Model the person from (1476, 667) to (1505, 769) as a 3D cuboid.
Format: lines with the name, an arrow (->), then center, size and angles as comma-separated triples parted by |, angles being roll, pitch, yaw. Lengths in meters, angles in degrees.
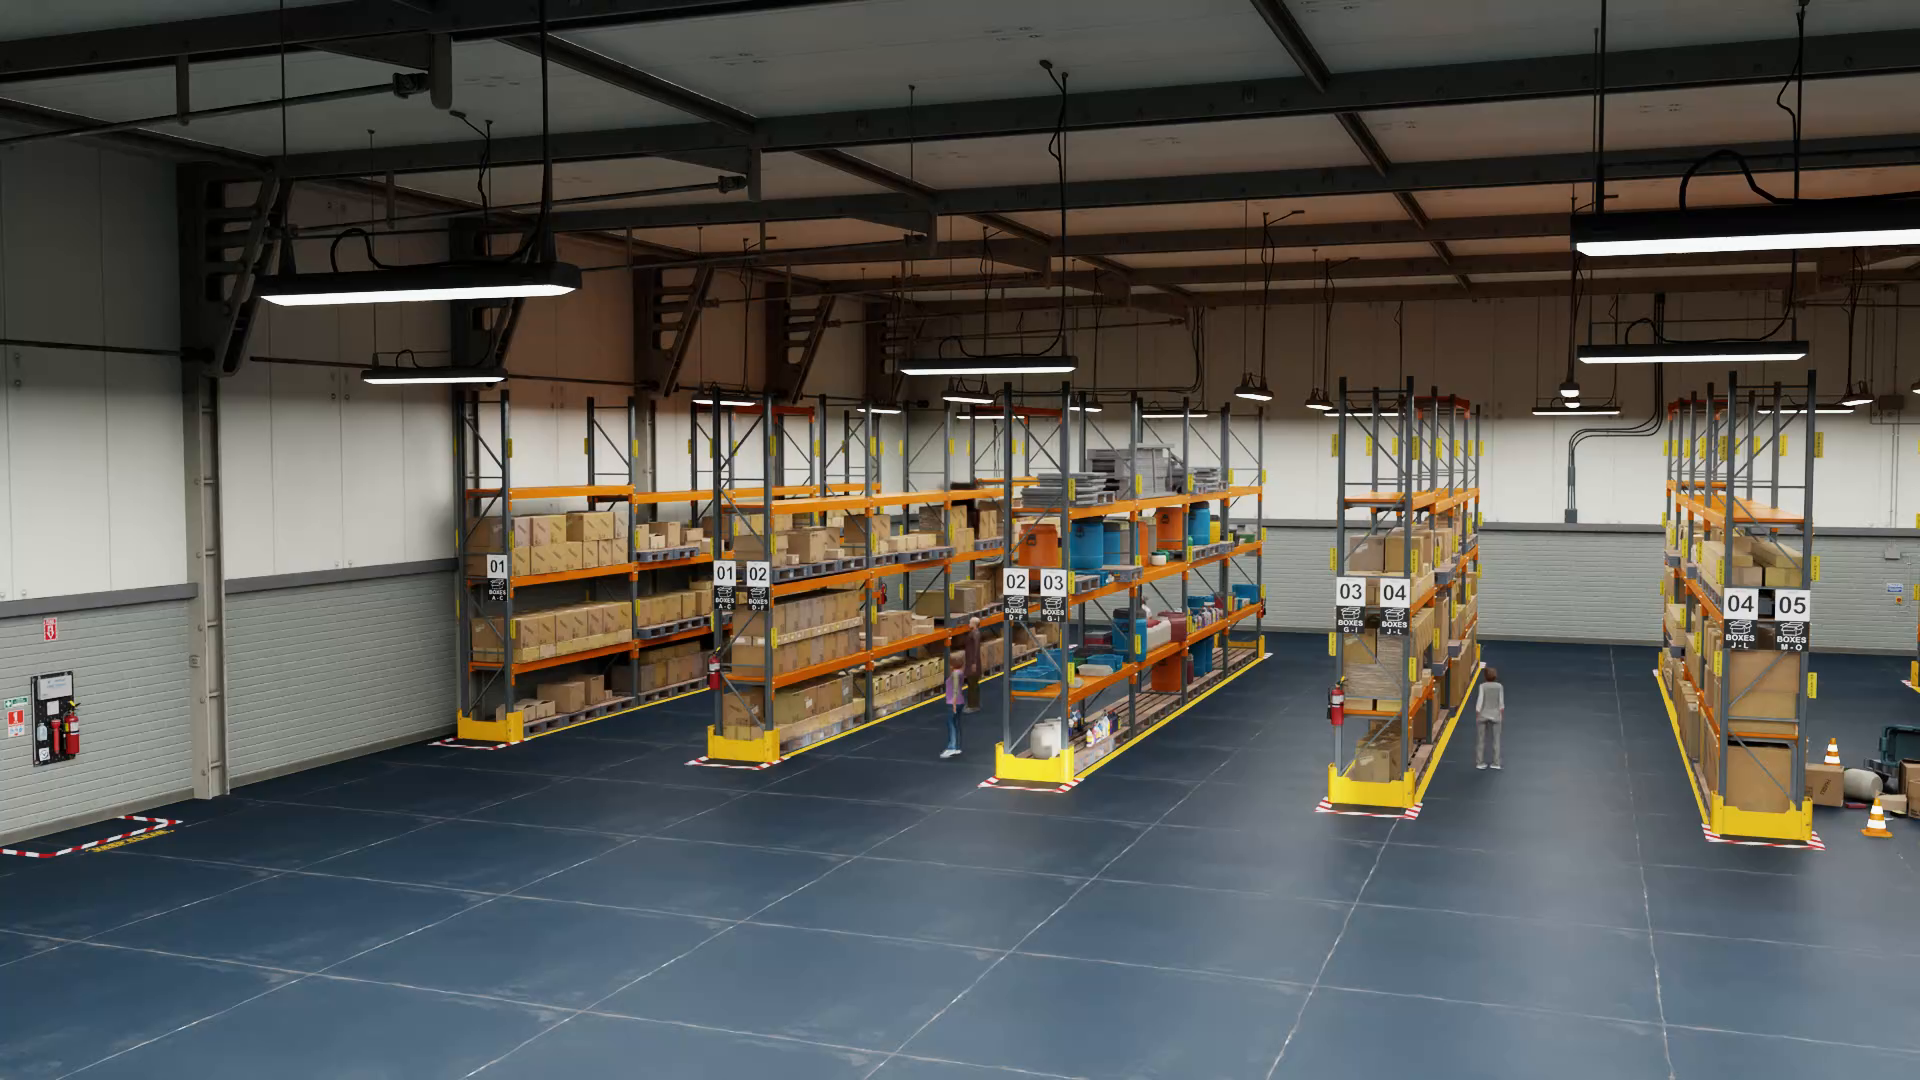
person -> 8.271, 2.778, 25.928 | 0.405, 1.605, 0.363 | 2, 4, 26

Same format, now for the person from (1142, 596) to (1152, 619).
person -> 4.193, 2.089, 38.098 | 0.516, 1.725, 0.719 | 1, 3, 25

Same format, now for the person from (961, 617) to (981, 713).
person -> 0.214, 2.371, 31.712 | 0.389, 1.808, 0.626 | 0, 3, 2

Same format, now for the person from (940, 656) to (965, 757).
person -> -0.108, 2.732, 27.148 | 0.347, 1.593, 0.520 | 1, 3, 13
